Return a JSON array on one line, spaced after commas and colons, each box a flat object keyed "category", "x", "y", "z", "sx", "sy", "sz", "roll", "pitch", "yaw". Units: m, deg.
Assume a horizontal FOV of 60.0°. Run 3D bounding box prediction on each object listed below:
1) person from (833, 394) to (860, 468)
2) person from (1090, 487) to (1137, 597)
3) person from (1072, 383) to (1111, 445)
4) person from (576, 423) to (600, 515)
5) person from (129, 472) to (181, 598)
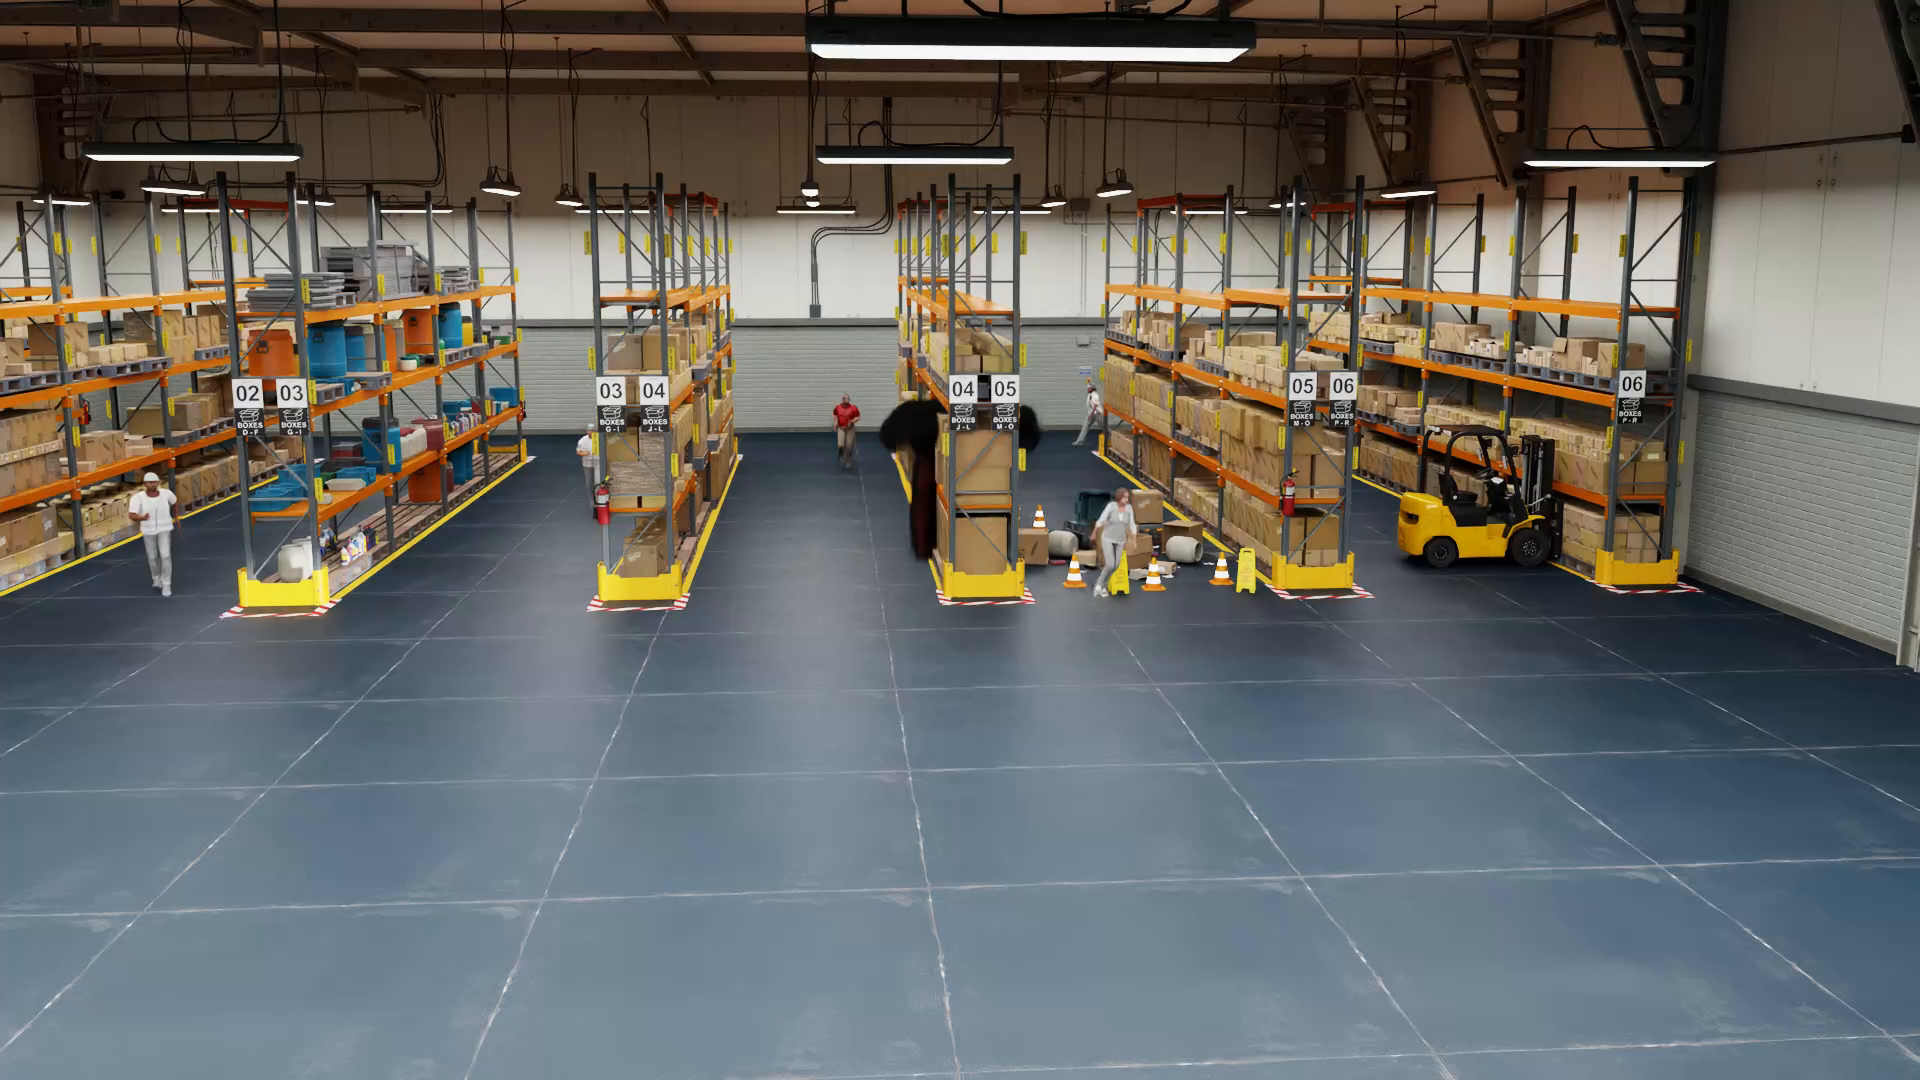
[{"category": "person", "x": -2.591, "y": -2.472, "z": 37.770, "sx": 0.644, "sy": 1.689, "sz": 0.649, "roll": 0, "pitch": 10, "yaw": 2}, {"category": "person", "x": 2.107, "y": 0.030, "z": 22.593, "sx": 0.522, "sy": 1.531, "sz": 0.656, "roll": -5, "pitch": 11, "yaw": -25}, {"category": "person", "x": 3.359, "y": -3.171, "z": 41.882, "sx": 1.138, "sy": 1.586, "sz": 0.518, "roll": -5, "pitch": 11, "yaw": -28}, {"category": "person", "x": -6.985, "y": -1.373, "z": 31.666, "sx": 0.567, "sy": 1.706, "sz": 0.856, "roll": -1, "pitch": 10, "yaw": -5}, {"category": "person", "x": -11.659, "y": -0.085, "z": 24.116, "sx": 0.651, "sy": 1.824, "sz": 0.856, "roll": -4, "pitch": 11, "yaw": -22}]
